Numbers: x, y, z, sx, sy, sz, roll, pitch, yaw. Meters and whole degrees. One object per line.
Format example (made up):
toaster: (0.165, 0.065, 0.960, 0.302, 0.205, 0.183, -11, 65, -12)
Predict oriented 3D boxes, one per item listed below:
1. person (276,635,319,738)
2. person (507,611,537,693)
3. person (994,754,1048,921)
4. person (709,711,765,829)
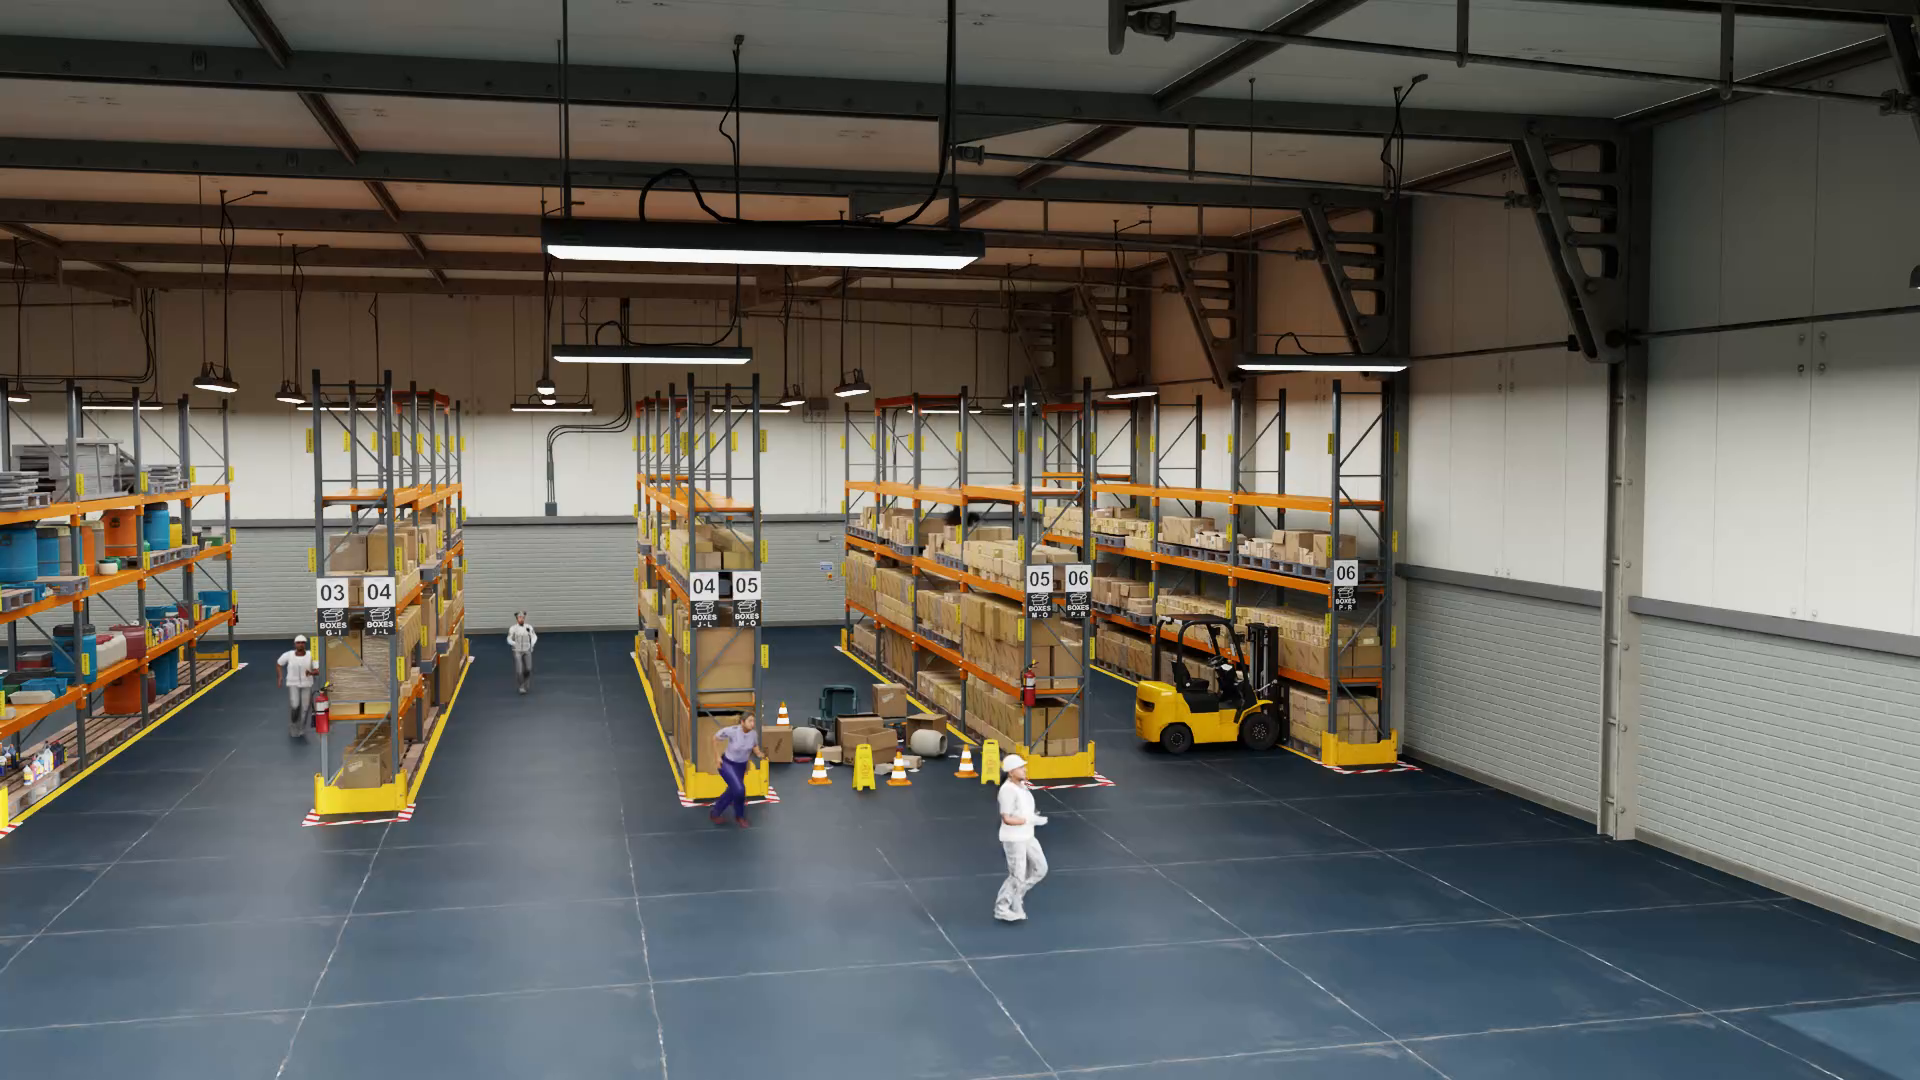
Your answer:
person: (-11.222, 2.485, 28.272, 0.692, 1.741, 0.660, -2, 4, -28)
person: (-8.773, 2.243, 33.362, 0.605, 1.654, 0.547, -1, 4, -21)
person: (0.659, 3.116, 17.335, 0.633, 1.767, 0.662, 1, 4, 21)
person: (-2.948, 3.000, 21.769, 0.893, 1.570, 0.633, 3, 4, 39)
